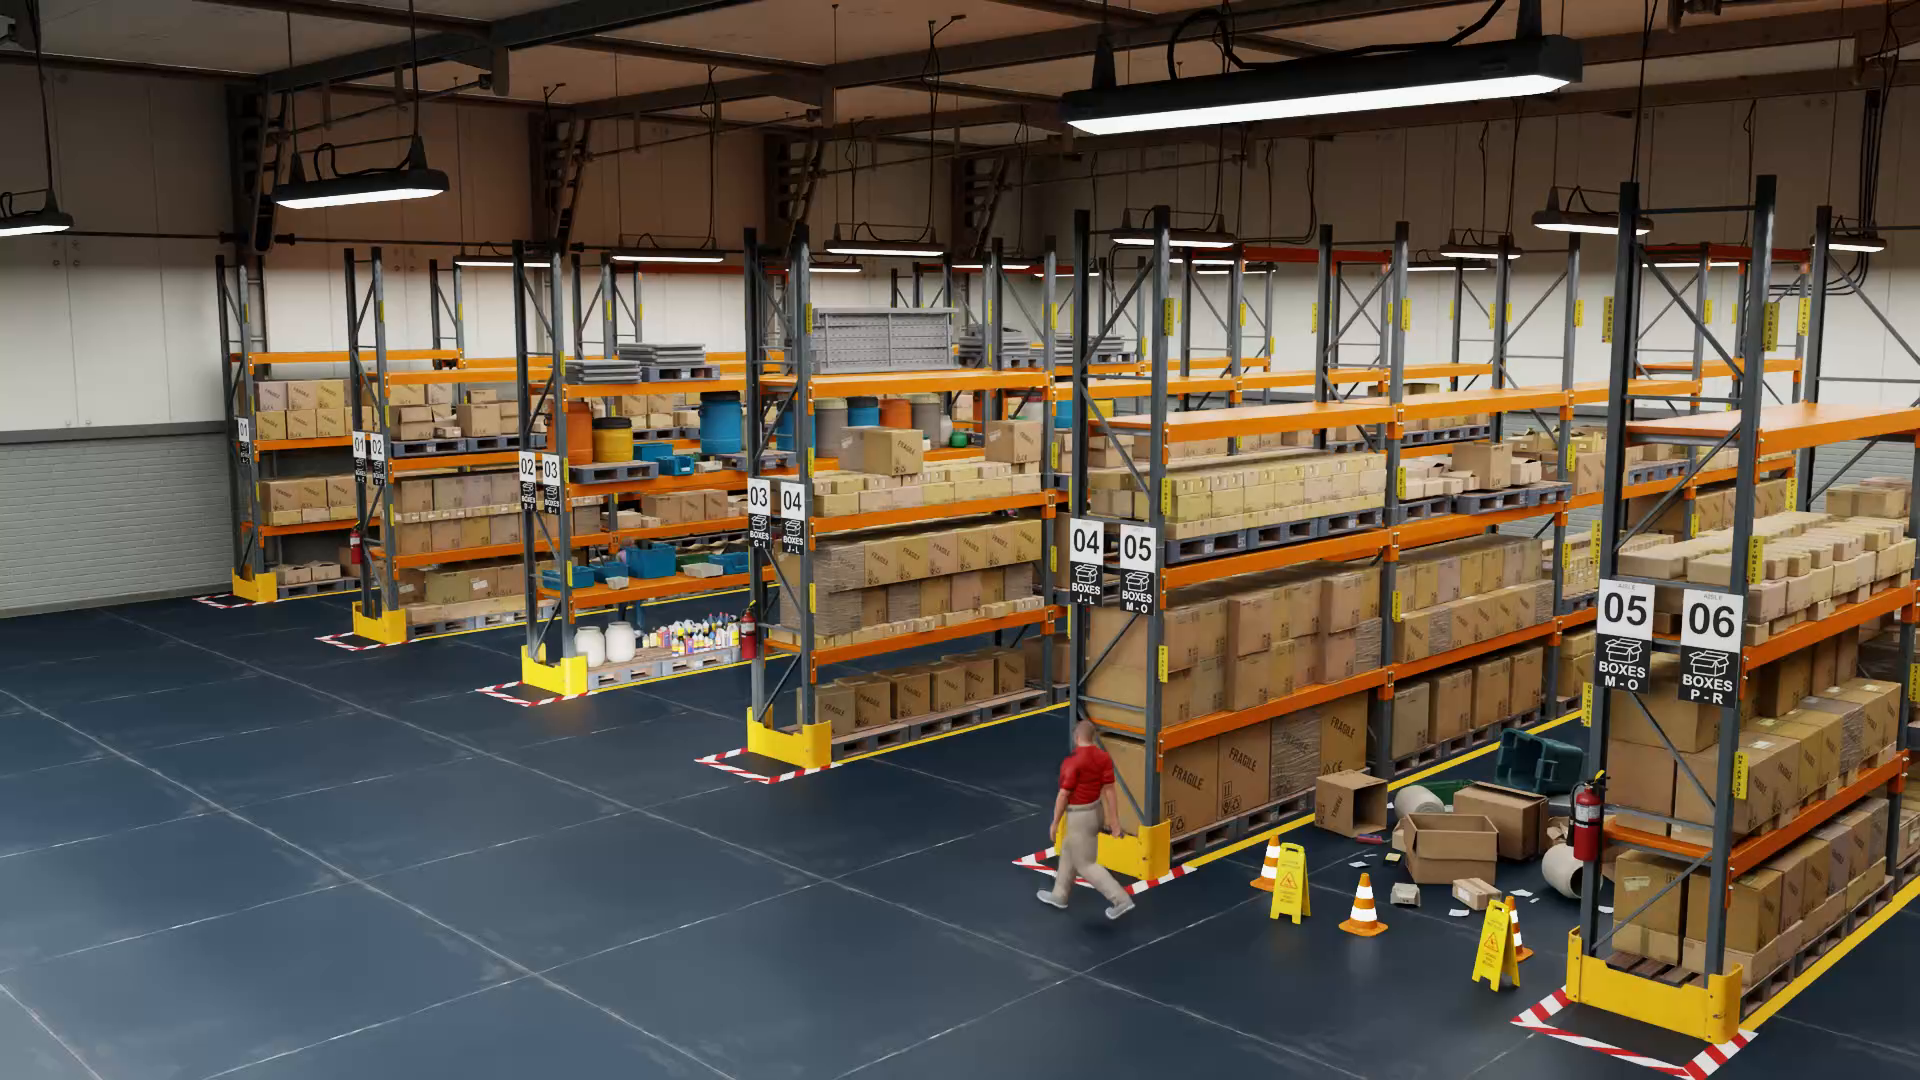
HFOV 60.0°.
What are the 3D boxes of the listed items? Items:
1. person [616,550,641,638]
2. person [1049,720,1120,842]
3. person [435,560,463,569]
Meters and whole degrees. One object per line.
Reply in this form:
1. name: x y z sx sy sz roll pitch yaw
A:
1. person: -5.136 0.835 25.796 0.396 1.398 0.339 -5 9 -30
2. person: 1.040 2.031 13.943 0.520 1.036 0.470 4 9 24
3. person: -9.045 0.169 29.370 0.681 1.764 0.533 -7 10 -39
